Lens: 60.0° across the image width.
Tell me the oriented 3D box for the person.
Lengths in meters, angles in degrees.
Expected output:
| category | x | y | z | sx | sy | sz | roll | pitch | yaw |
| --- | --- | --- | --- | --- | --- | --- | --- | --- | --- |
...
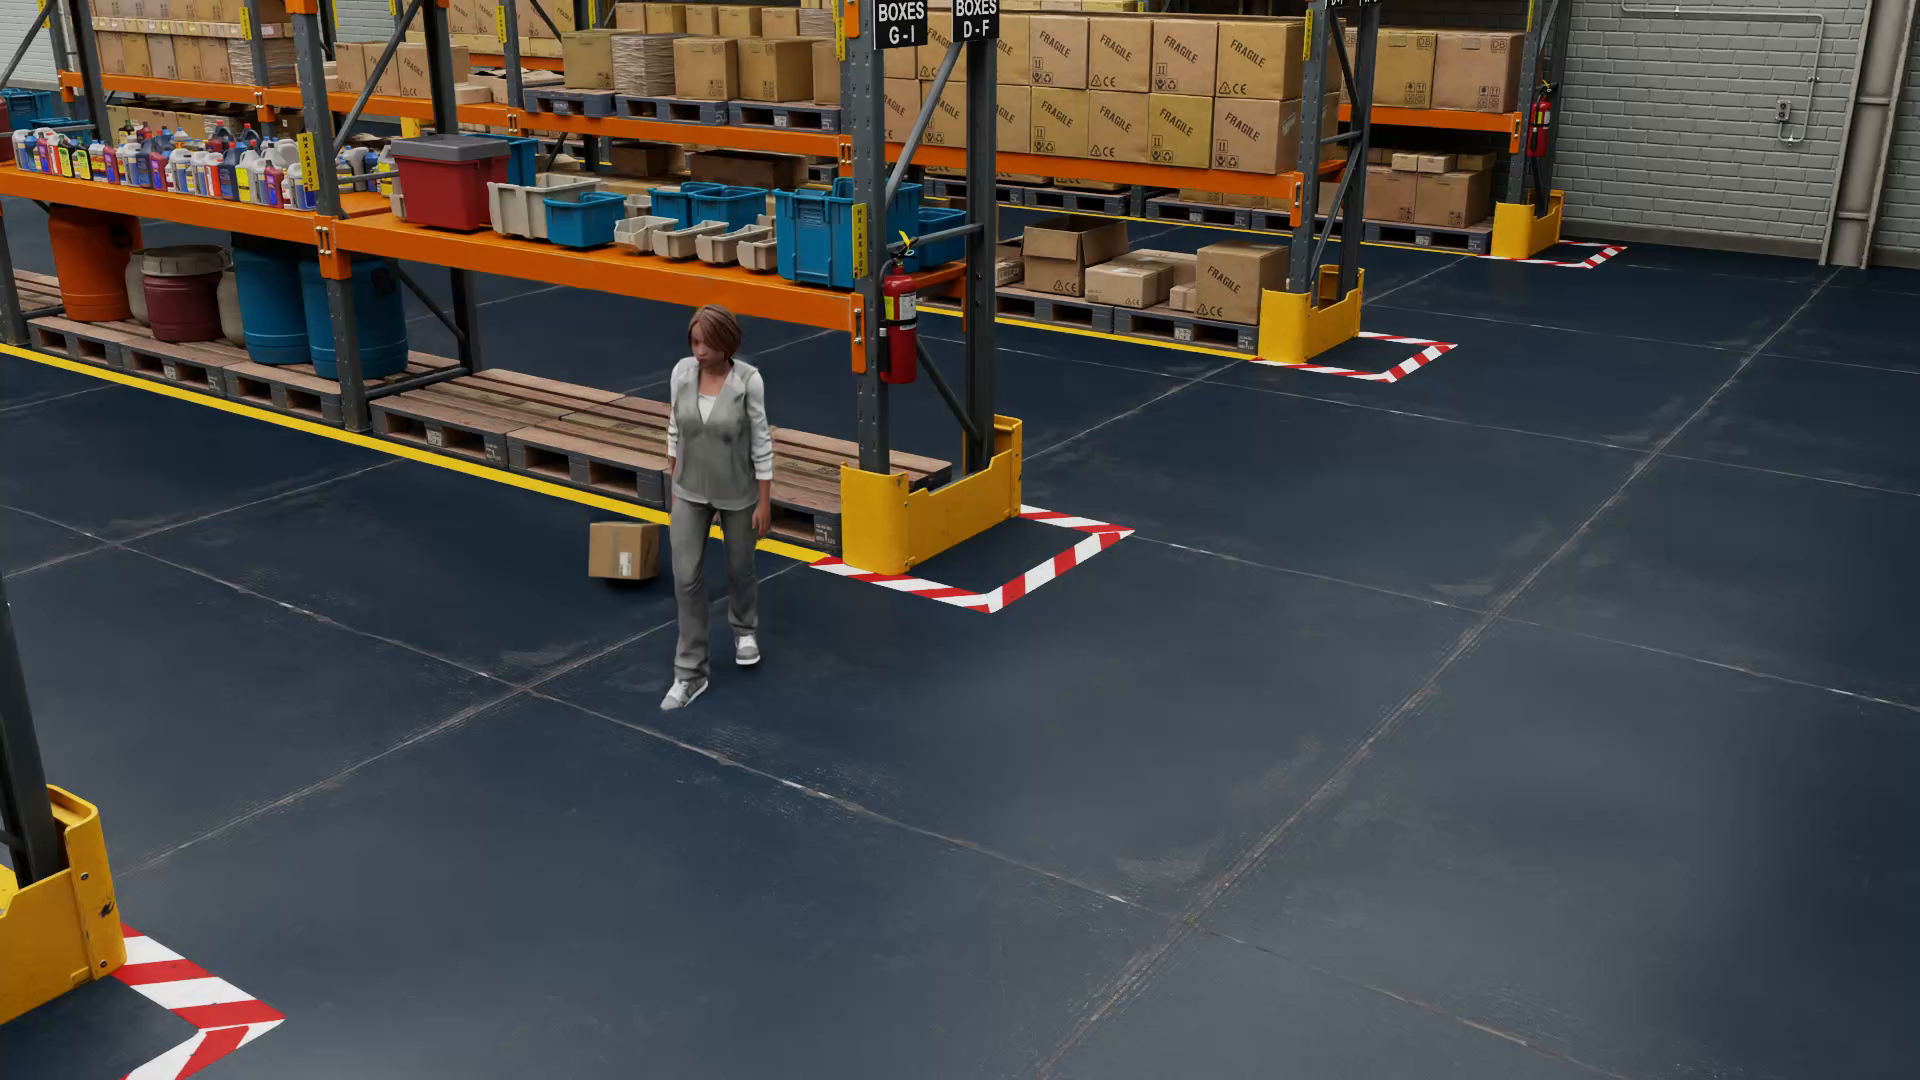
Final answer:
| category | x | y | z | sx | sy | sz | roll | pitch | yaw |
| --- | --- | --- | --- | --- | --- | --- | --- | --- | --- |
| person | -0.946 | -0.156 | 6.569 | 0.457 | 1.612 | 0.657 | 1 | 20 | 4 |
